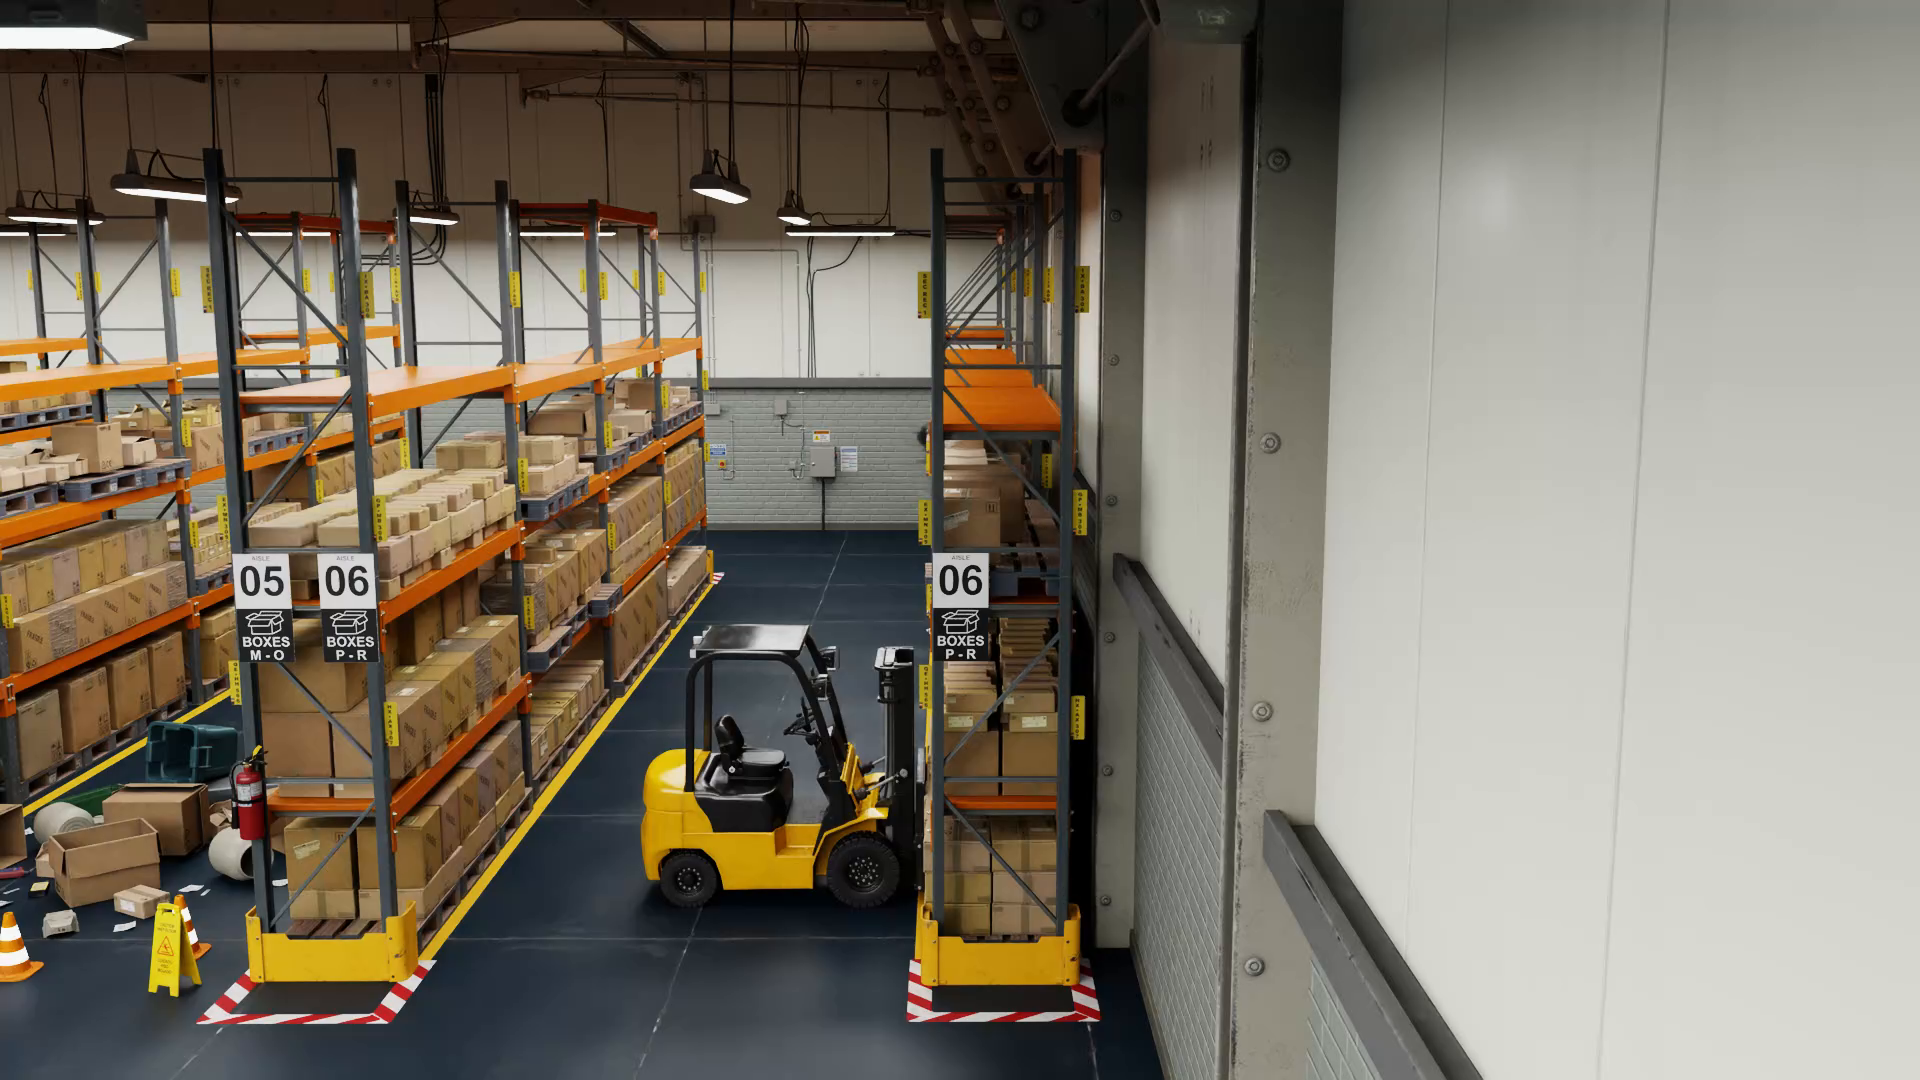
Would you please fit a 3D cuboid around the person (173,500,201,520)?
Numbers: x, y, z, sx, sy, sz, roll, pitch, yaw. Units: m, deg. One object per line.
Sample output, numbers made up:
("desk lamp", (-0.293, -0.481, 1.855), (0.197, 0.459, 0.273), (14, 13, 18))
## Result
("person", (-12.928, -0.053, 28.157), (0.691, 1.467, 0.493), (-4, 10, -22))
